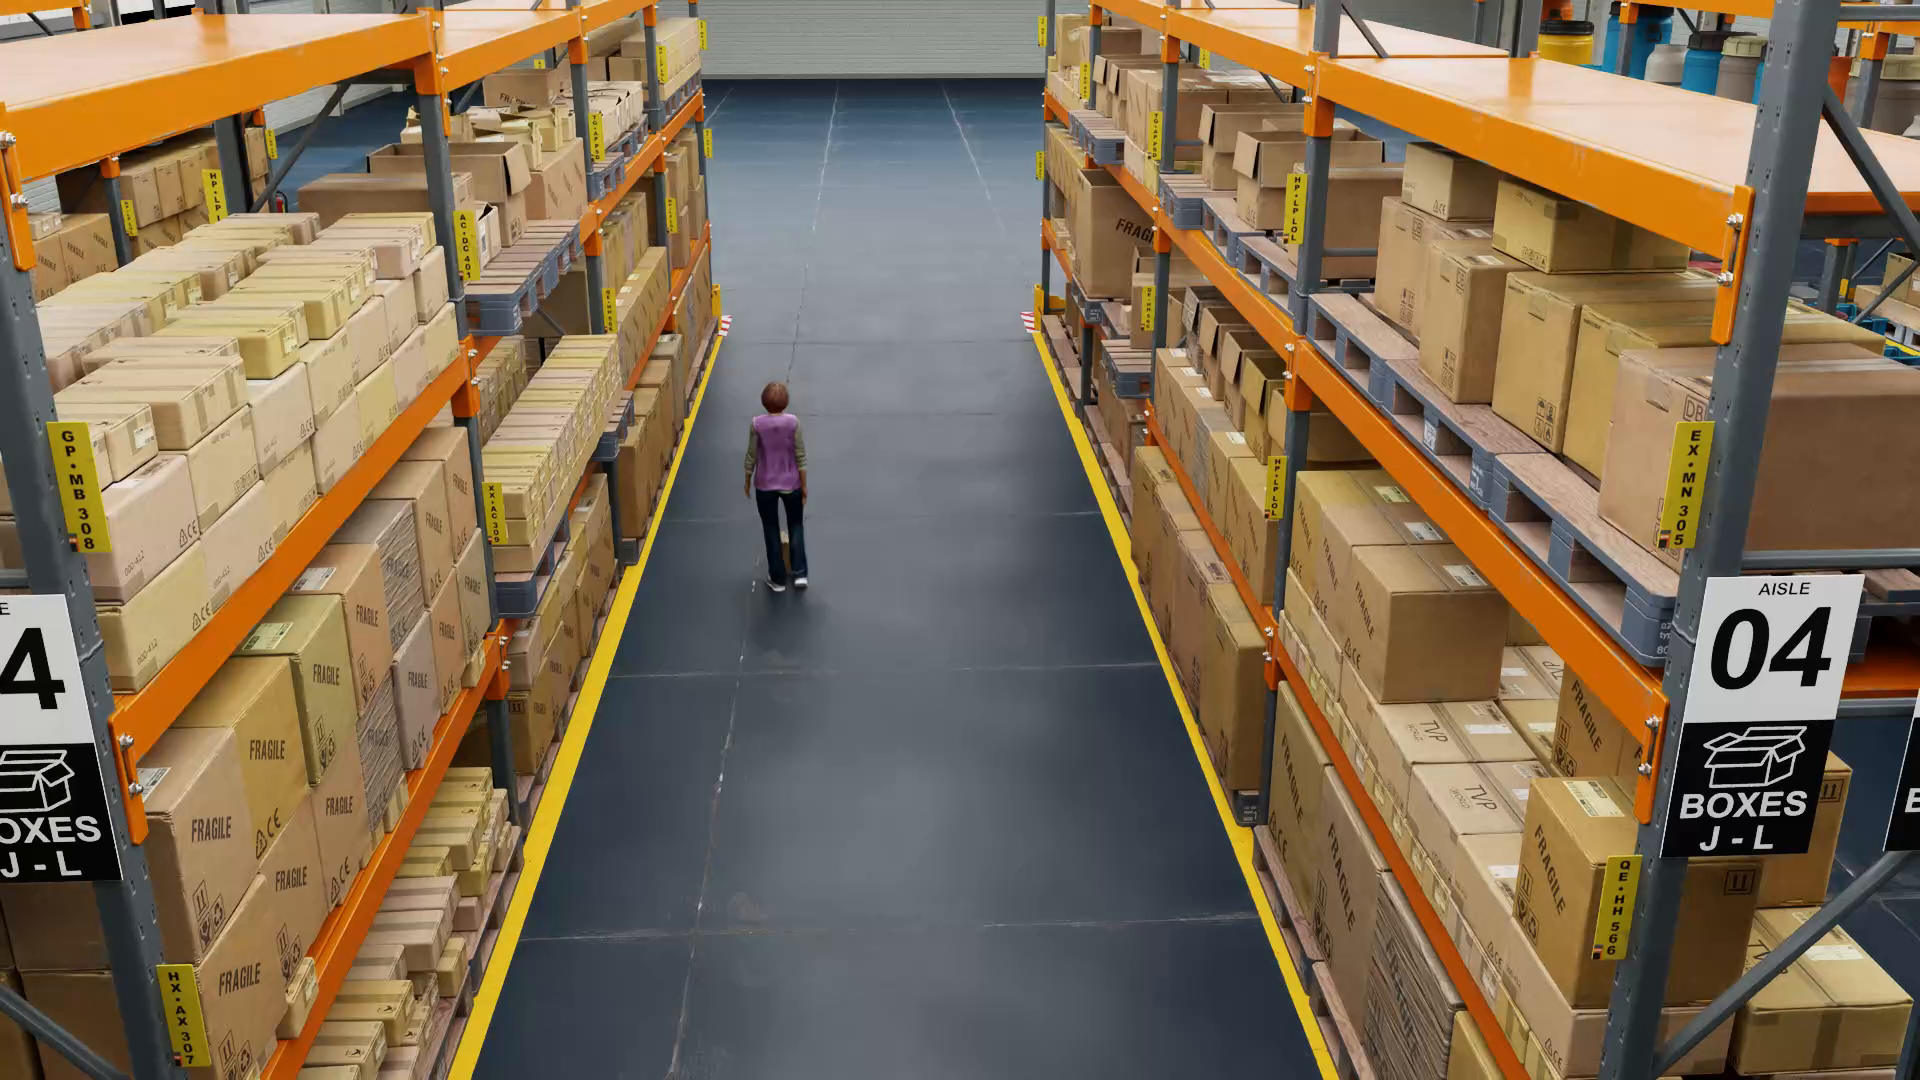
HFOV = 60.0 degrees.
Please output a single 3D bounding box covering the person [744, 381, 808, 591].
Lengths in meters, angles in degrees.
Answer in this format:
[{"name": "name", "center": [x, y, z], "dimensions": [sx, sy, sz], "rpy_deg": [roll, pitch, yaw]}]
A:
[{"name": "person", "center": [-1.336, -0.365, 12.109], "dimensions": [0.453, 1.648, 0.370], "rpy_deg": [-4, 21, -10]}]
